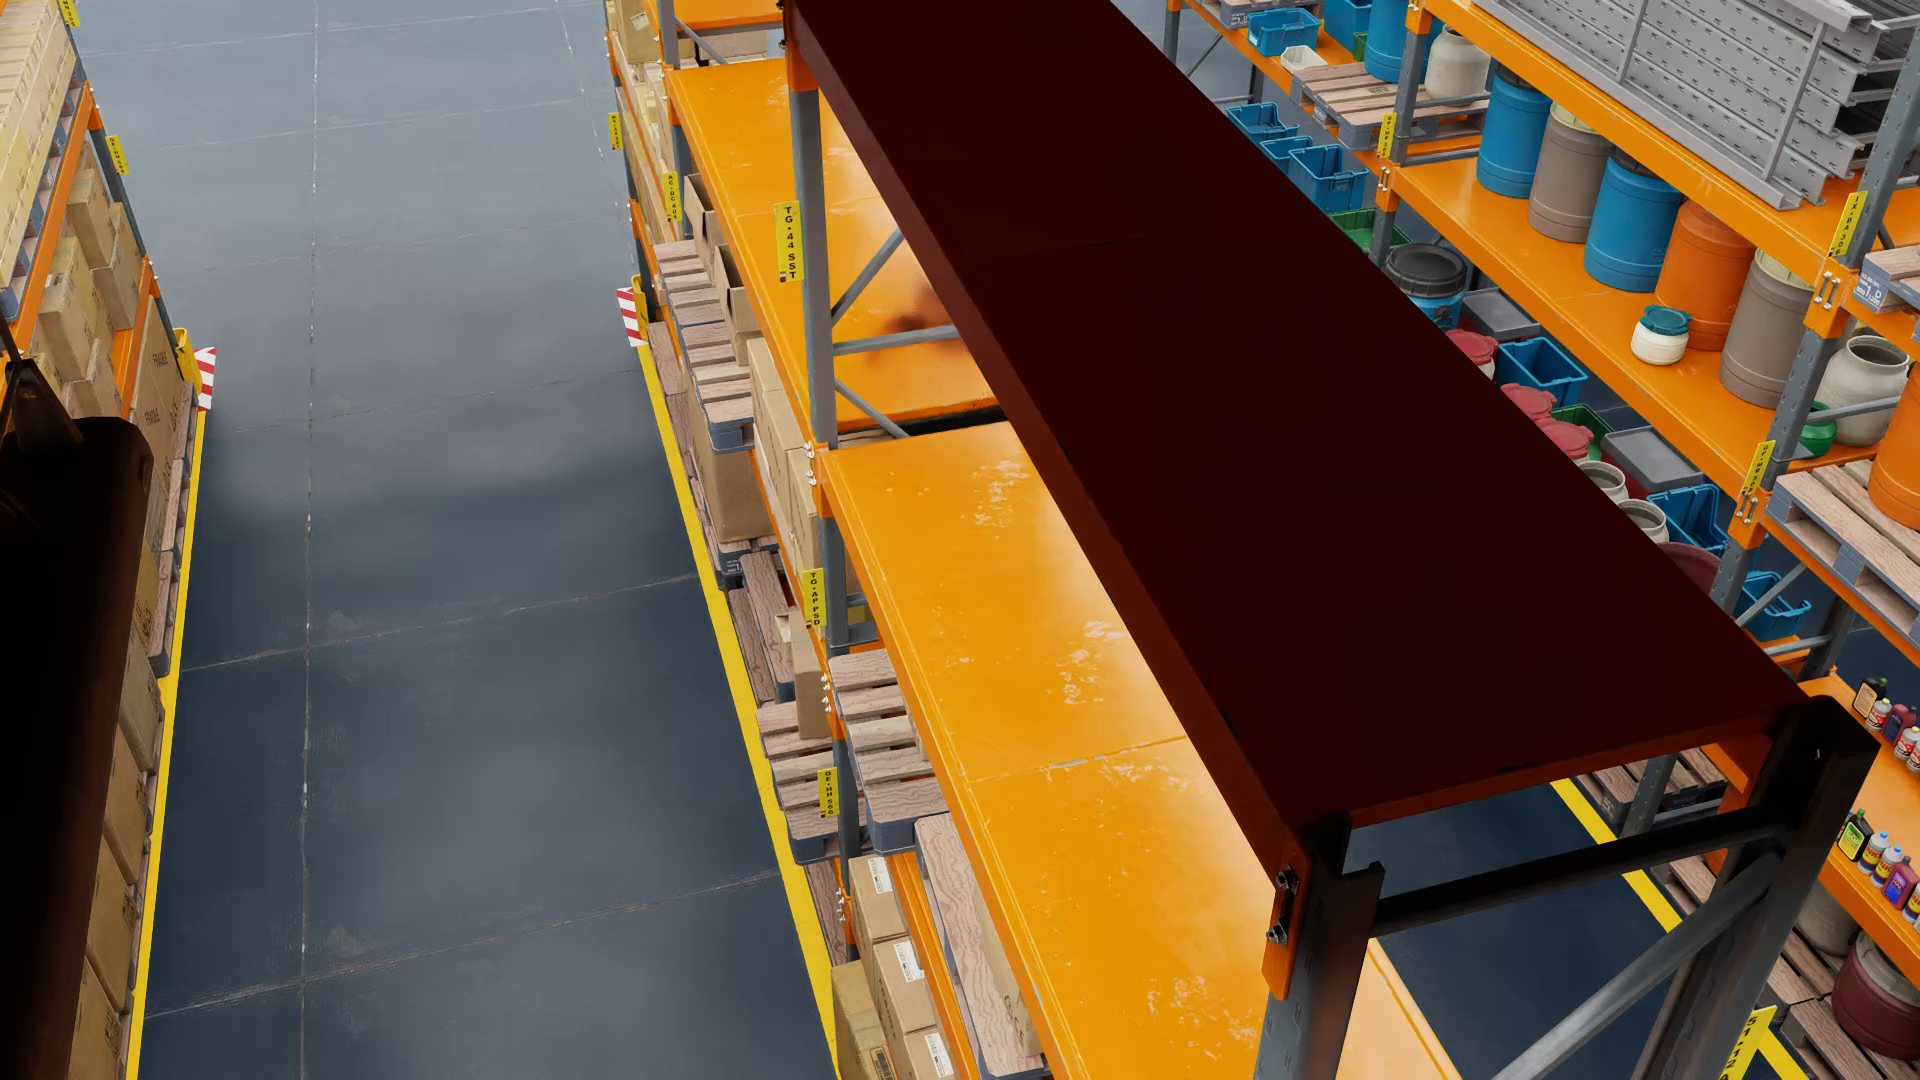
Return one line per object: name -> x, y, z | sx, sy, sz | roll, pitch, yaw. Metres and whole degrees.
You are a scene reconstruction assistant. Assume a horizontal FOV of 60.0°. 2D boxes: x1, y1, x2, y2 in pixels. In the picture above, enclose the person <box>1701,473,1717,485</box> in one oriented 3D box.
person -> 5.368, -0.459, 12.108 | 0.627, 1.695, 0.868 | -8, 39, -10
